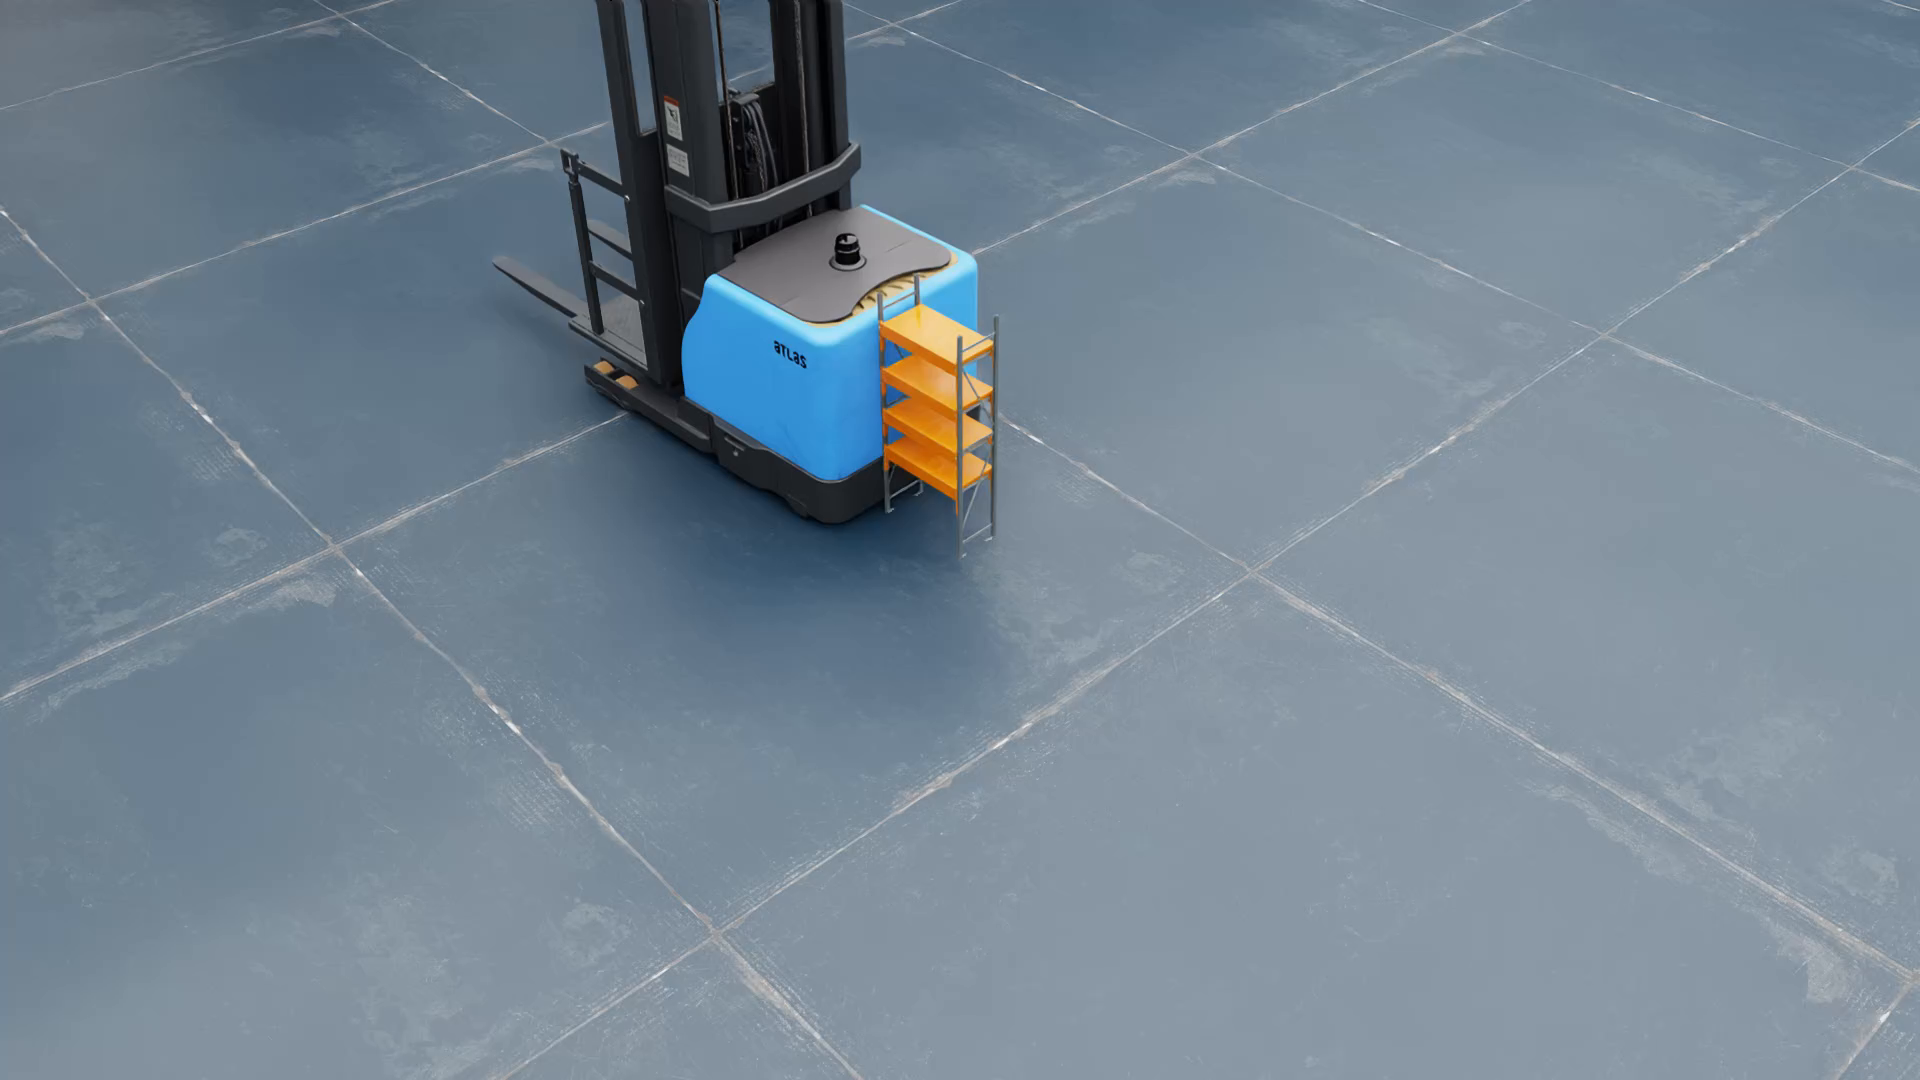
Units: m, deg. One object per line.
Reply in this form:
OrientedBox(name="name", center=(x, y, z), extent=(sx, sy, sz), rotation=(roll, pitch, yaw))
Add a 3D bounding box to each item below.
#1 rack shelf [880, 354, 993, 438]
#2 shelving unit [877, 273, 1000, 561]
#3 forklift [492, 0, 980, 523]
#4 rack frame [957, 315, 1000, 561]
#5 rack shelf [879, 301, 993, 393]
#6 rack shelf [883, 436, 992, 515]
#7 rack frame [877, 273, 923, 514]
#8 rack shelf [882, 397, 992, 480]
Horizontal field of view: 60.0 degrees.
OrientedBox(name="rack shelf", center=(-0.095, -0.658, 7.361), extent=(0.258, 0.148, 0.480), rotation=(-32, 49, -33))
OrientedBox(name="shelving unit", center=(-0.095, -0.537, 7.460), extent=(0.258, 1.200, 0.503), rotation=(-32, 49, -33))
OrientedBox(name="forklift", center=(-1.313, -2.030, 7.931), extent=(3.031, 2.935, 1.130), rotation=(31, 48, 33))
OrientedBox(name="rack frame", center=(0.077, -0.428, 7.325), extent=(0.240, 1.200, 0.015), rotation=(-32, 49, -33))
OrientedBox(name="rack shelf", center=(-0.095, -0.843, 7.213), extent=(0.258, 0.148, 0.480), rotation=(-32, 49, -33))
OrientedBox(name="rack shelf", center=(-0.095, -0.330, 7.627), extent=(0.258, 0.148, 0.480), rotation=(-32, 49, -33))
OrientedBox(name="rack frame", center=(-0.267, -0.645, 7.594), extent=(0.240, 1.200, 0.015), rotation=(-32, 49, -33))
OrientedBox(name="rack shelf", center=(-0.095, -0.484, 7.502), extent=(0.258, 0.148, 0.480), rotation=(-32, 49, -33))
